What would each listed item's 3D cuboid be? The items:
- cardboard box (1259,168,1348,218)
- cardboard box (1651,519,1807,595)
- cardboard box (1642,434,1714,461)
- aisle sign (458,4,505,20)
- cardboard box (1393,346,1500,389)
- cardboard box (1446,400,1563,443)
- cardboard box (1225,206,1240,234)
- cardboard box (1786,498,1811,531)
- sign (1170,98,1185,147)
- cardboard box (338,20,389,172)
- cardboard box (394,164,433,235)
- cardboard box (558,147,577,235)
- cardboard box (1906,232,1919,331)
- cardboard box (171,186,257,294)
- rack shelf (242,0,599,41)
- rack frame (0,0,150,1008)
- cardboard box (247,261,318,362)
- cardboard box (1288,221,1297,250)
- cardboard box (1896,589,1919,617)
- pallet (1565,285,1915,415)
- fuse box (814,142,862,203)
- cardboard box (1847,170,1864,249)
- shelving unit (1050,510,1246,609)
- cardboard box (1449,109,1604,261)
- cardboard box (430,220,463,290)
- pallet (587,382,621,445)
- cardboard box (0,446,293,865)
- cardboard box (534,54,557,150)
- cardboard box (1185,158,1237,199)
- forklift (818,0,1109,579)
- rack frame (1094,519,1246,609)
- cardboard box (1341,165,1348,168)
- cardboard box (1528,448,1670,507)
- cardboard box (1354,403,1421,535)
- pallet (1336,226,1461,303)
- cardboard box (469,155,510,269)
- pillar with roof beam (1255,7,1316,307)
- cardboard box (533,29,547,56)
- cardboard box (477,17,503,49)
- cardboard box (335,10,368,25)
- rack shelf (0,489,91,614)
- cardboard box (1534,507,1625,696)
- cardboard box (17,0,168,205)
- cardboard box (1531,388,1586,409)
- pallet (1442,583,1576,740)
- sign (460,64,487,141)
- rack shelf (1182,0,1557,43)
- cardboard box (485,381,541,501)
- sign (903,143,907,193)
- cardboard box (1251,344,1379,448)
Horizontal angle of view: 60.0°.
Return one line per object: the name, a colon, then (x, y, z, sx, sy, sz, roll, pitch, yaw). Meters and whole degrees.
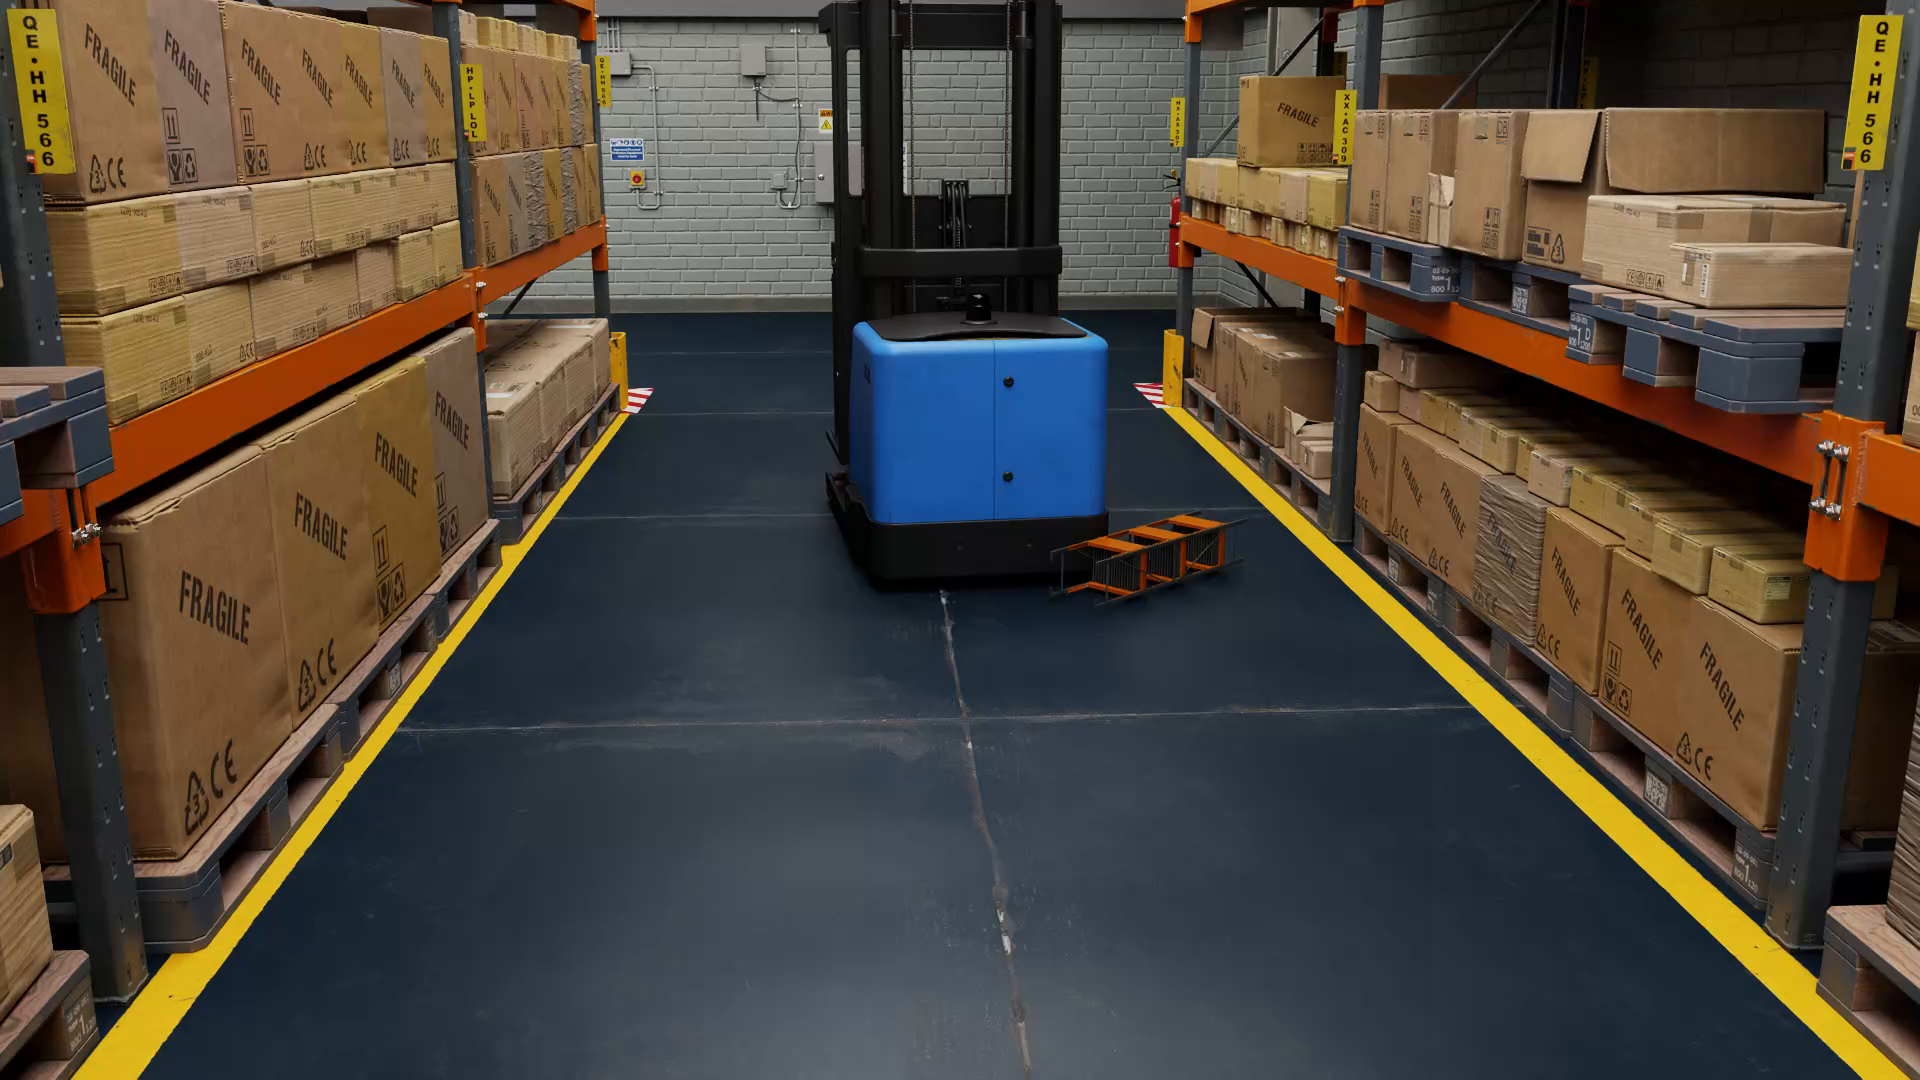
cardboard box: (1.944, -1.898, 9.089, 0.500, 0.250, 0.500, -1, 14, -4)
cardboard box: (2.199, 0.046, 4.699, 0.380, 0.149, 0.250, -2, 15, -6)
cardboard box: (2.701, -0.291, 6.008, 0.380, 0.149, 0.250, -1, 15, -6)
aisle sign: (-3.213, -3.645, 10.956, 0.394, 0.787, 0.004, -1, 14, -3)
cardboard box: (2.103, -0.749, 7.193, 0.380, 0.149, 0.250, -2, 15, -6)
cardboard box: (2.191, -0.470, 6.704, 0.380, 0.149, 0.250, -1, 14, -4)
cardboard box: (1.811, -1.921, 9.978, 0.380, 0.149, 0.250, -1, 14, -5)
cardboard box: (2.724, -0.029, 4.992, 0.380, 0.149, 0.250, -1, 14, -3)
sign: (1.493, -2.861, 11.389, 0.100, 0.325, 0.005, -1, 14, -3)
cardboard box: (-2.342, -1.548, 5.817, 0.500, 0.500, 0.500, 0, 14, -2)
cardboard box: (-2.363, -1.317, 6.424, 0.500, 0.250, 0.500, -1, 14, -2)
cardboard box: (-2.568, -2.052, 9.783, 0.500, 0.500, 0.500, 0, 14, -2)
cardboard box: (2.289, -0.516, 3.308, 0.500, 0.250, 0.500, -1, 14, -3)
cardboard box: (-2.240, -0.811, 4.456, 0.500, 0.250, 0.500, -1, 14, -2)
rack shelf: (-2.796, -2.980, 9.011, 1.077, 0.370, 4.000, -1, 14, -3)
rack frame: (-2.424, -0.383, 3.495, 1.000, 3.000, 0.127, -1, 14, -3)
cardboard box: (-2.279, -0.694, 5.005, 0.500, 0.250, 0.500, 0, 14, -2)
cardboard box: (1.943, -1.603, 8.743, 0.380, 0.149, 0.250, -1, 14, -2)
cardboard box: (2.784, 0.437, 4.480, 0.500, 0.500, 0.500, 0, 14, -1)
pallet: (2.418, -0.535, 4.472, 1.213, 0.211, 1.003, -1, 14, -3)
fuse box: (-1.186, -3.147, 16.823, 0.539, 1.711, 0.414, -1, 14, -3)
cardboard box: (2.654, -0.843, 4.239, 0.500, 0.500, 0.500, 0, 14, -1)
shelving unit: (0.833, 0.073, 7.251, 0.252, 0.215, 1.050, 14, 20, 42)
cardboard box: (2.170, -1.259, 5.858, 0.700, 0.500, 0.500, -1, 14, -4)
cardboard box: (-2.392, -1.198, 6.962, 0.500, 0.250, 0.500, -1, 14, -5)
pallet: (-2.792, -0.824, 10.807, 1.003, 0.211, 1.213, -1, 14, -3)
cardboard box: (-2.384, 0.270, 4.380, 0.875, 0.875, 0.875, -1, 14, -4)
cardboard box: (-2.534, -2.411, 9.171, 0.500, 0.500, 0.500, -1, 14, -4)
cardboard box: (1.794, -2.405, 11.056, 0.500, 0.250, 0.500, -1, 14, -3)
forklift: (-0.104, -1.573, 8.259, 1.130, 2.935, 3.031, -2, 15, -9)
rack frame: (0.921, 0.094, 7.169, 0.008, 0.200, 1.050, 14, 20, 42)
cardboard box: (2.417, -2.030, 9.600, 0.500, 0.250, 0.500, -1, 14, -4)
cardboard box: (2.193, -0.217, 5.721, 0.380, 0.149, 0.250, -2, 15, -6)
cardboard box: (2.088, -0.324, 7.441, 0.500, 0.500, 0.500, 0, 14, -1)
pallet: (2.223, -1.162, 6.908, 1.003, 0.211, 1.213, -1, 14, -3)
cardboard box: (-2.439, -1.547, 7.819, 0.500, 0.500, 0.500, 0, 14, -2)
pillar with roof beam: (-1.530, -5.974, 13.184, 9.100, 9.000, 0.400, -1, 14, -3)
cardboard box: (-2.564, -2.817, 9.445, 0.380, 0.149, 0.250, -1, 14, -2)
cardboard box: (-2.476, -2.496, 8.200, 0.380, 0.149, 0.250, -1, 14, -4)
cardboard box: (-2.916, -2.364, 7.684, 0.380, 0.149, 0.250, -1, 14, -2)
rack shelf: (-2.300, 0.463, 1.652, 1.077, 0.370, 4.000, -1, 14, -3)
cardboard box: (2.234, 0.190, 5.442, 0.500, 0.500, 0.500, 0, 14, -1)
cardboard box: (-2.210, -1.042, 3.850, 0.500, 0.500, 0.500, -1, 14, -5)
cardboard box: (2.638, -0.550, 7.015, 0.380, 0.149, 0.250, -1, 14, -3)
pallet: (2.449, 0.401, 6.045, 1.003, 0.211, 1.213, -1, 14, -3)
sign: (-2.131, -1.911, 7.269, 0.100, 0.325, 0.005, -1, 14, -3)
rack shelf: (2.158, -3.057, 9.312, 1.077, 0.370, 4.000, -1, 14, -3)
cardboard box: (-2.603, -0.498, 8.242, 0.875, 0.438, 0.875, -1, 14, -4)
sign: (-0.706, -3.784, 16.904, 0.329, 0.494, 0.001, -1, 14, -3)
cardboard box: (2.056, -0.818, 9.360, 0.700, 0.500, 0.500, -1, 14, -6)
